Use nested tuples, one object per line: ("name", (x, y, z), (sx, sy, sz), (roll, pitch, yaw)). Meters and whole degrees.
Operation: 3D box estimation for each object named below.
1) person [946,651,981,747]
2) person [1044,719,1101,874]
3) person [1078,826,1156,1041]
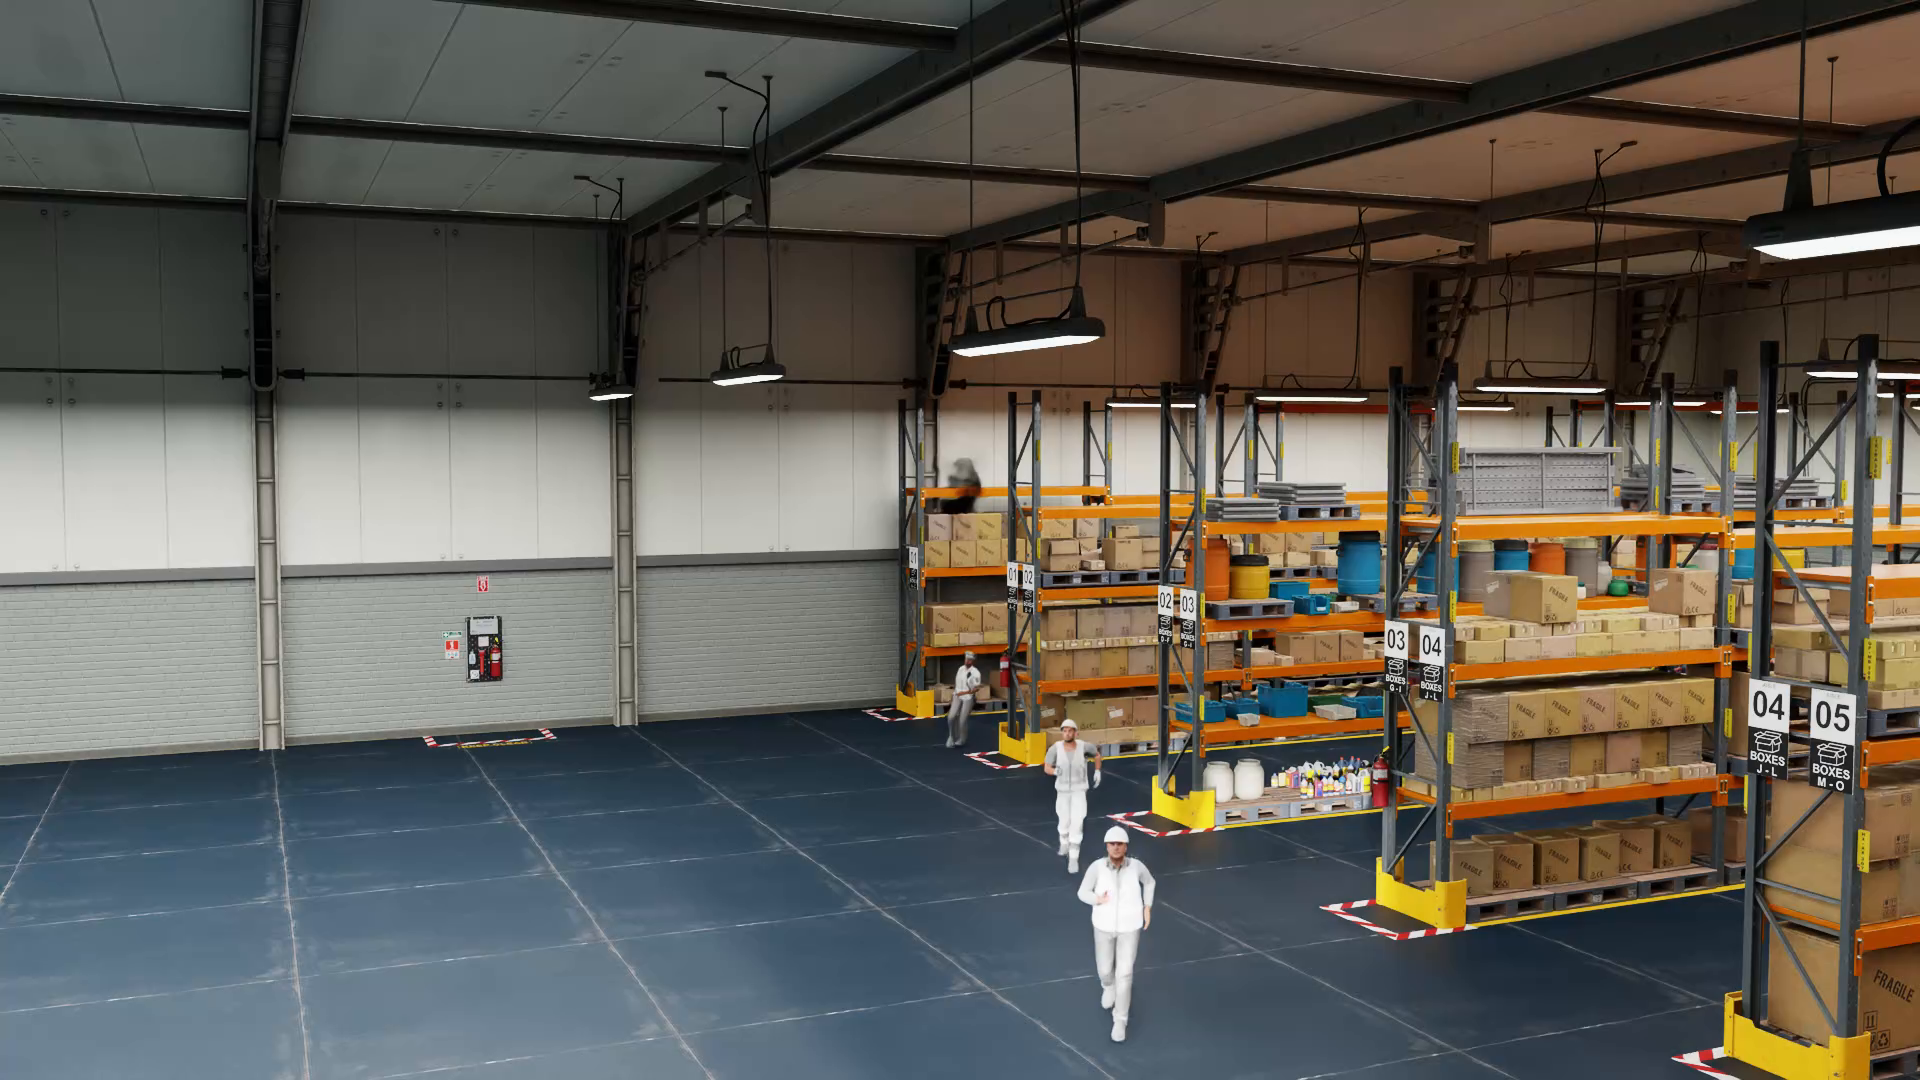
("person", (0.066, 2.679, 27.992), (0.576, 1.632, 0.636), (2, 4, 26))
("person", (1.371, 3.082, 20.288), (0.672, 1.831, 0.926), (1, 3, 11))
("person", (1.377, 3.394, 14.653), (0.676, 1.766, 0.931), (0, 3, 8))
